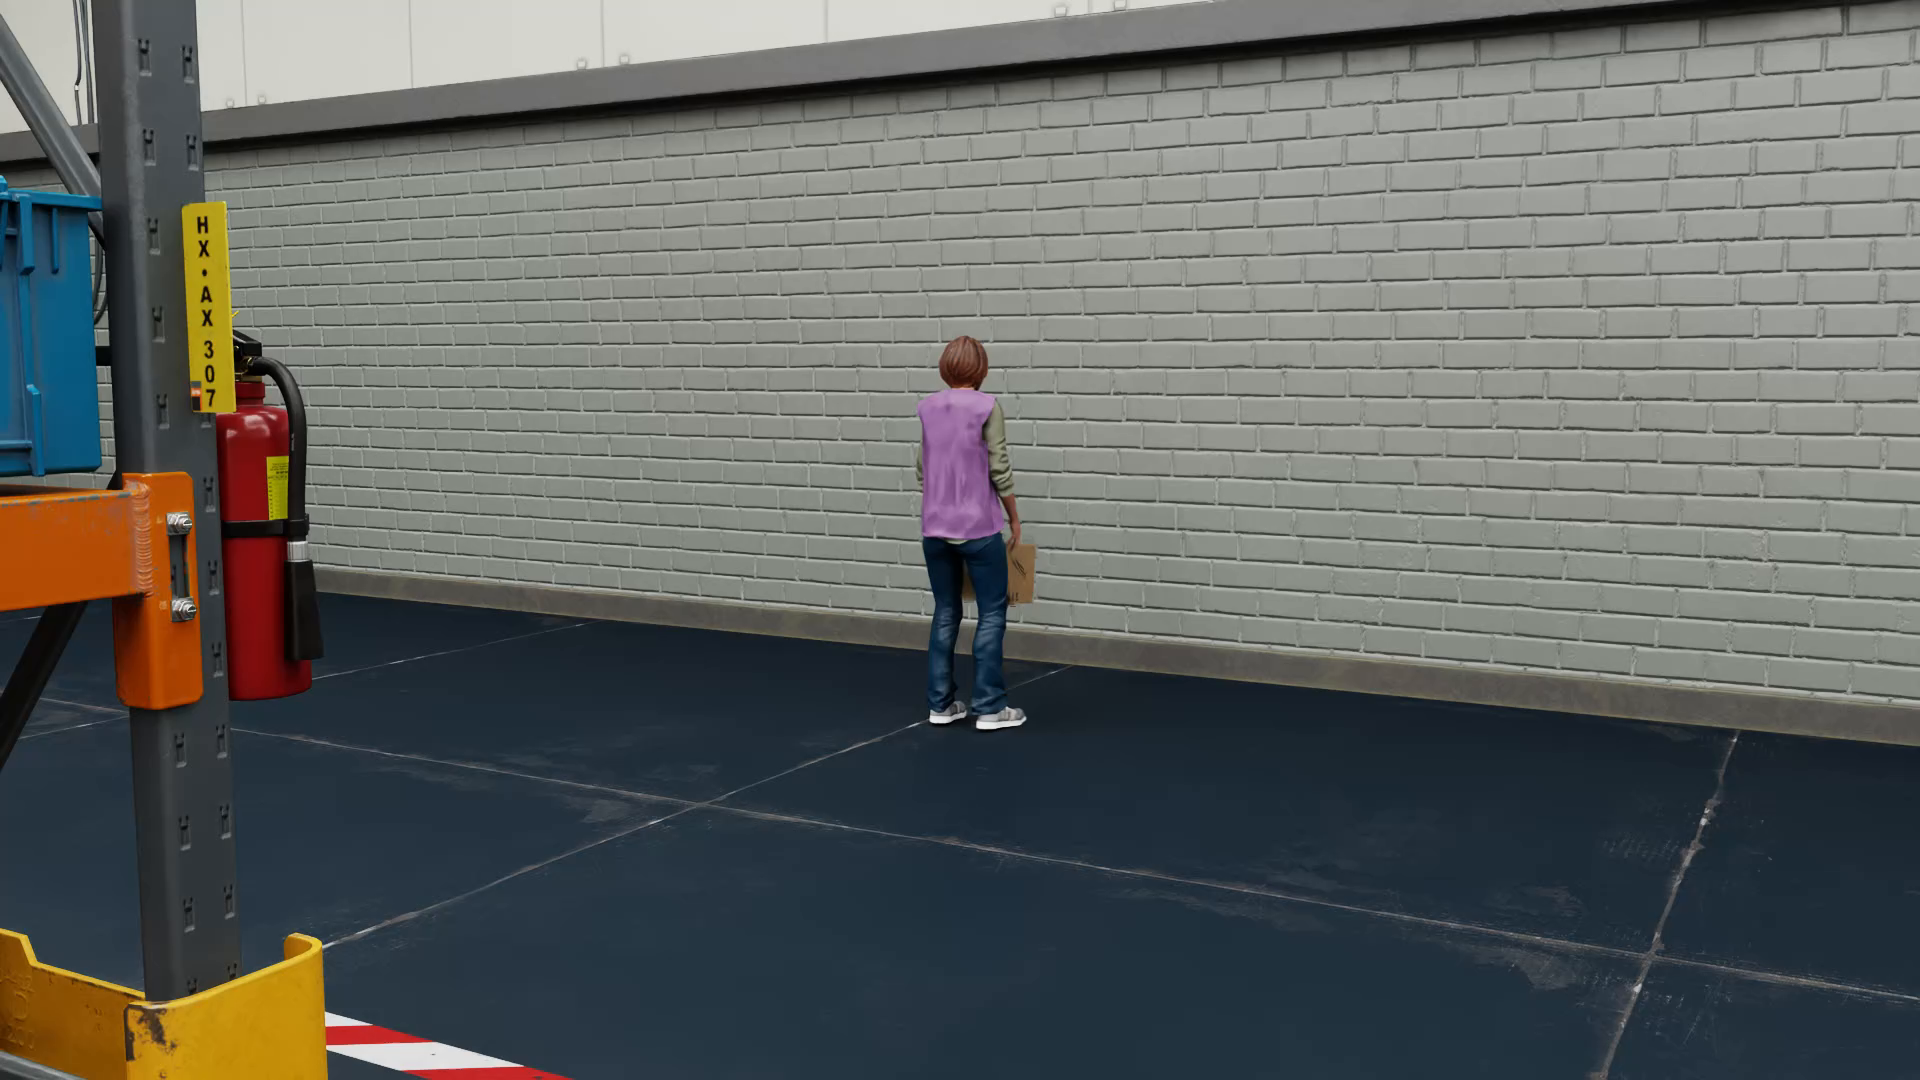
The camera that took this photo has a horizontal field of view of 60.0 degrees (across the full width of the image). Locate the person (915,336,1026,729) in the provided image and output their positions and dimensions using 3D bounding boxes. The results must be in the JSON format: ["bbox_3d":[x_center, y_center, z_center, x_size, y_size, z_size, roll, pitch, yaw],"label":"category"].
[{"bbox_3d":[0.022,-0.030,6.811,0.447,1.600,0.347,4,7,31],"label":"person"}]
